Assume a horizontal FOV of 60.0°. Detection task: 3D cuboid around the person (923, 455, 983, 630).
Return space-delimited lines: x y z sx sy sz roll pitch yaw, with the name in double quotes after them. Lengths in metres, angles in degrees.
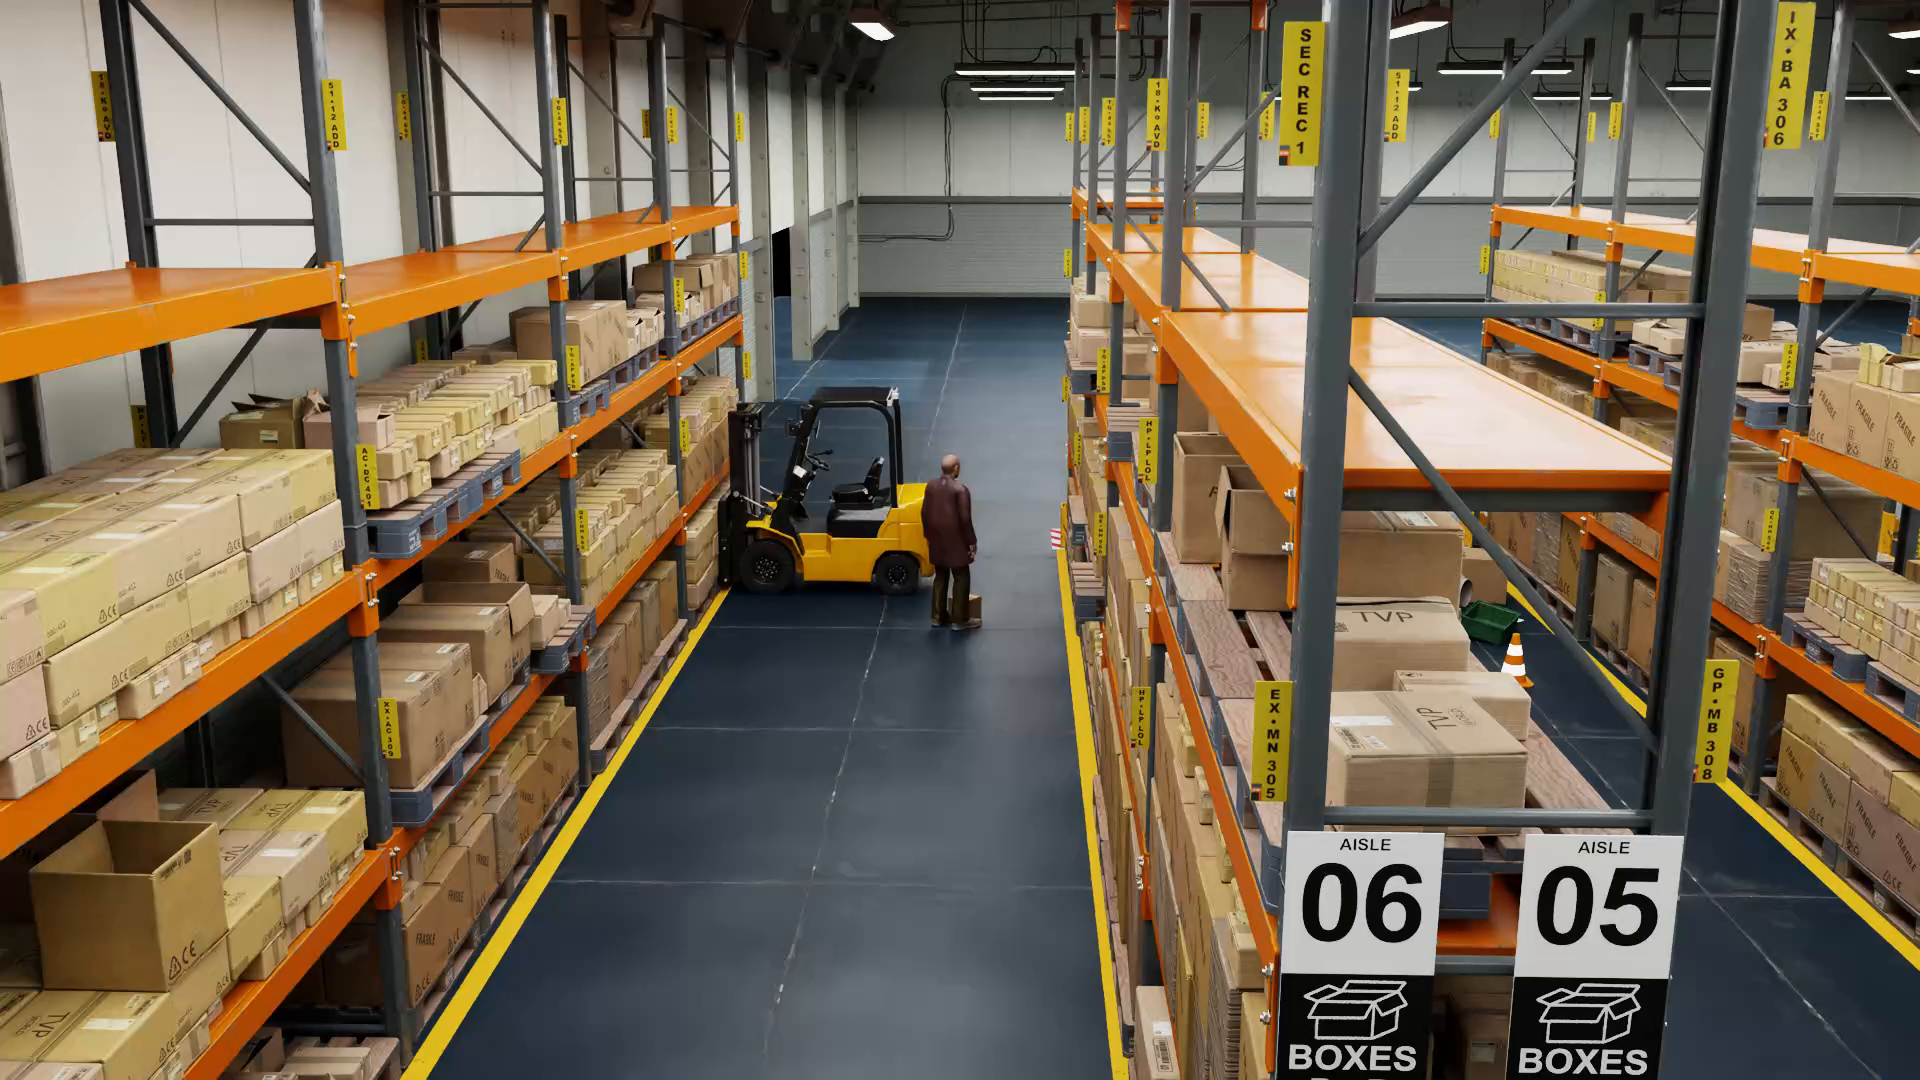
-0.098 0.015 16.965 0.642 1.774 0.423 11 18 38 "person"
